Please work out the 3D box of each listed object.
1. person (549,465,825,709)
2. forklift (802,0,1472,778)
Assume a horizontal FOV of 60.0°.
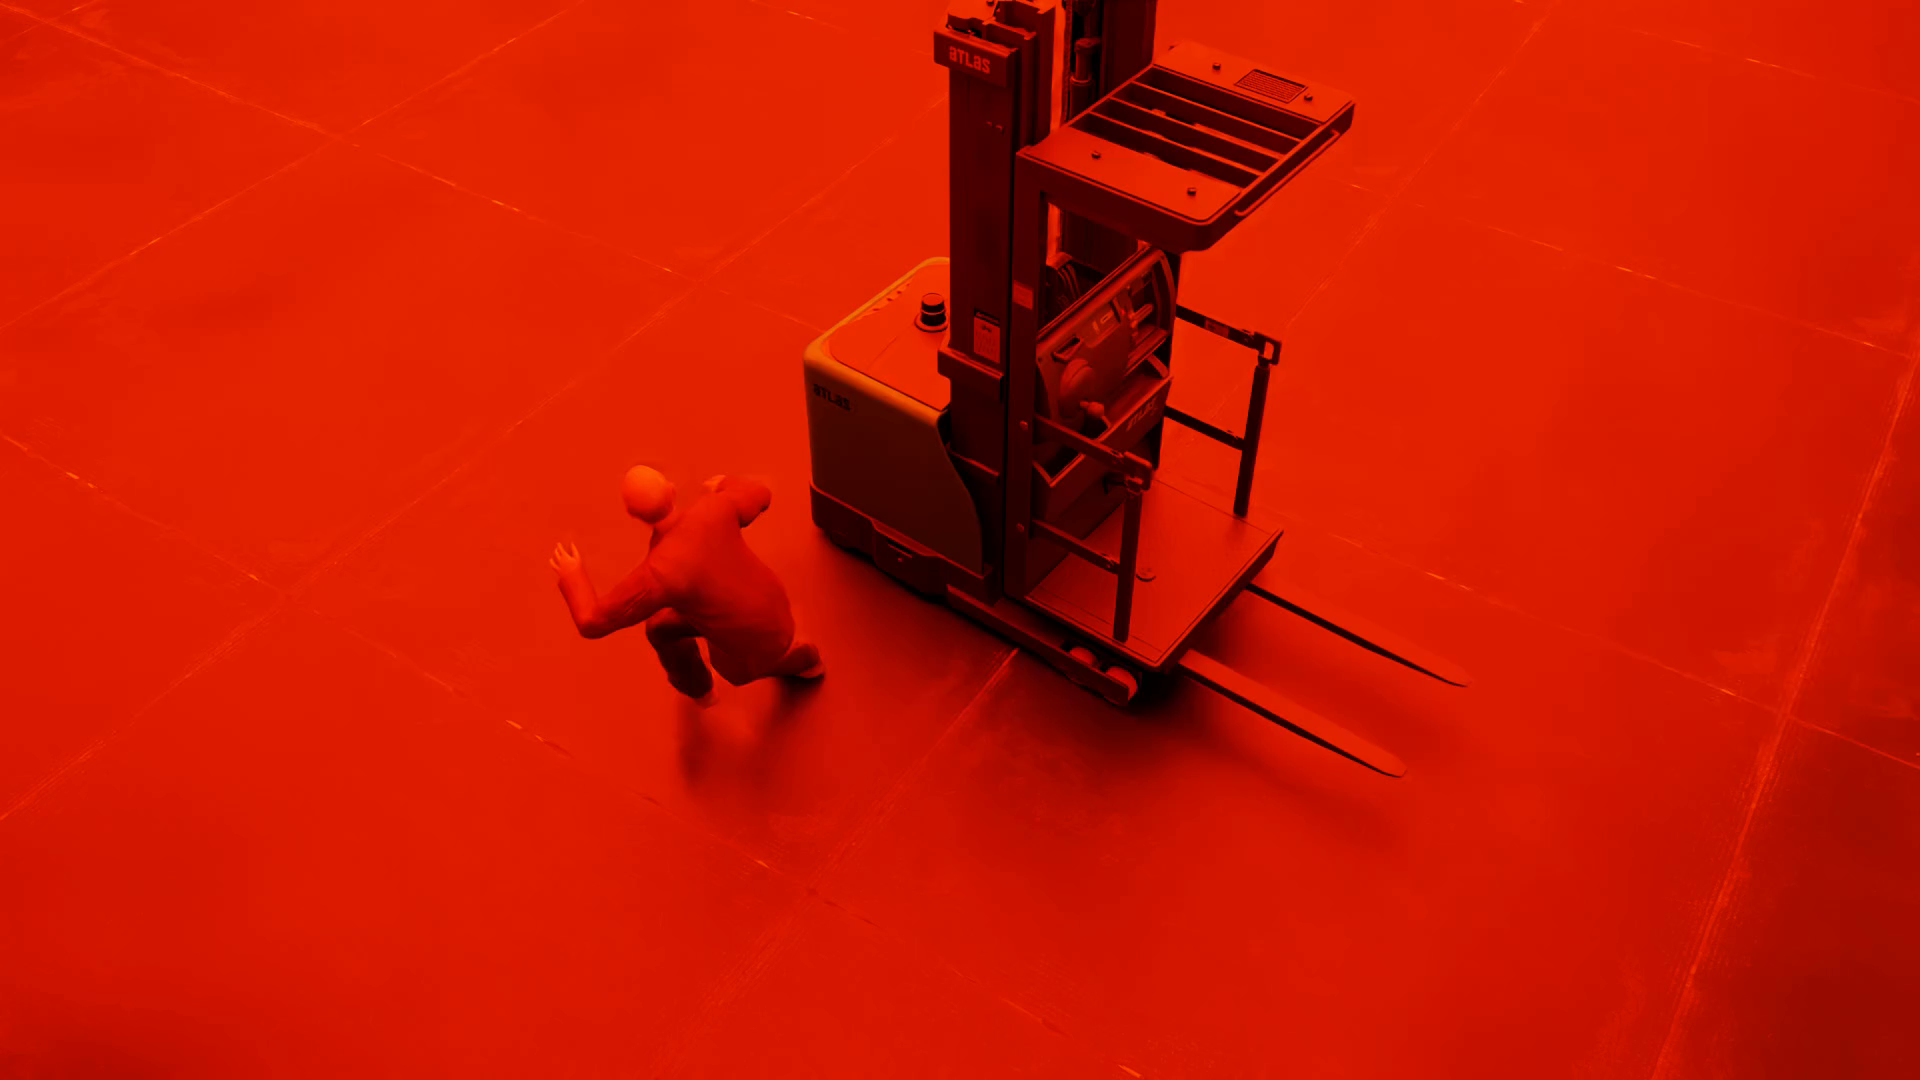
[{"bbox_3d":[-1.090,0.218,6.628,0.932,1.535,1.043,5,44,5],"label":"person"},{"bbox_3d":[0.766,-0.767,6.657,3.031,2.935,1.130,28,50,26],"label":"forklift"}]
